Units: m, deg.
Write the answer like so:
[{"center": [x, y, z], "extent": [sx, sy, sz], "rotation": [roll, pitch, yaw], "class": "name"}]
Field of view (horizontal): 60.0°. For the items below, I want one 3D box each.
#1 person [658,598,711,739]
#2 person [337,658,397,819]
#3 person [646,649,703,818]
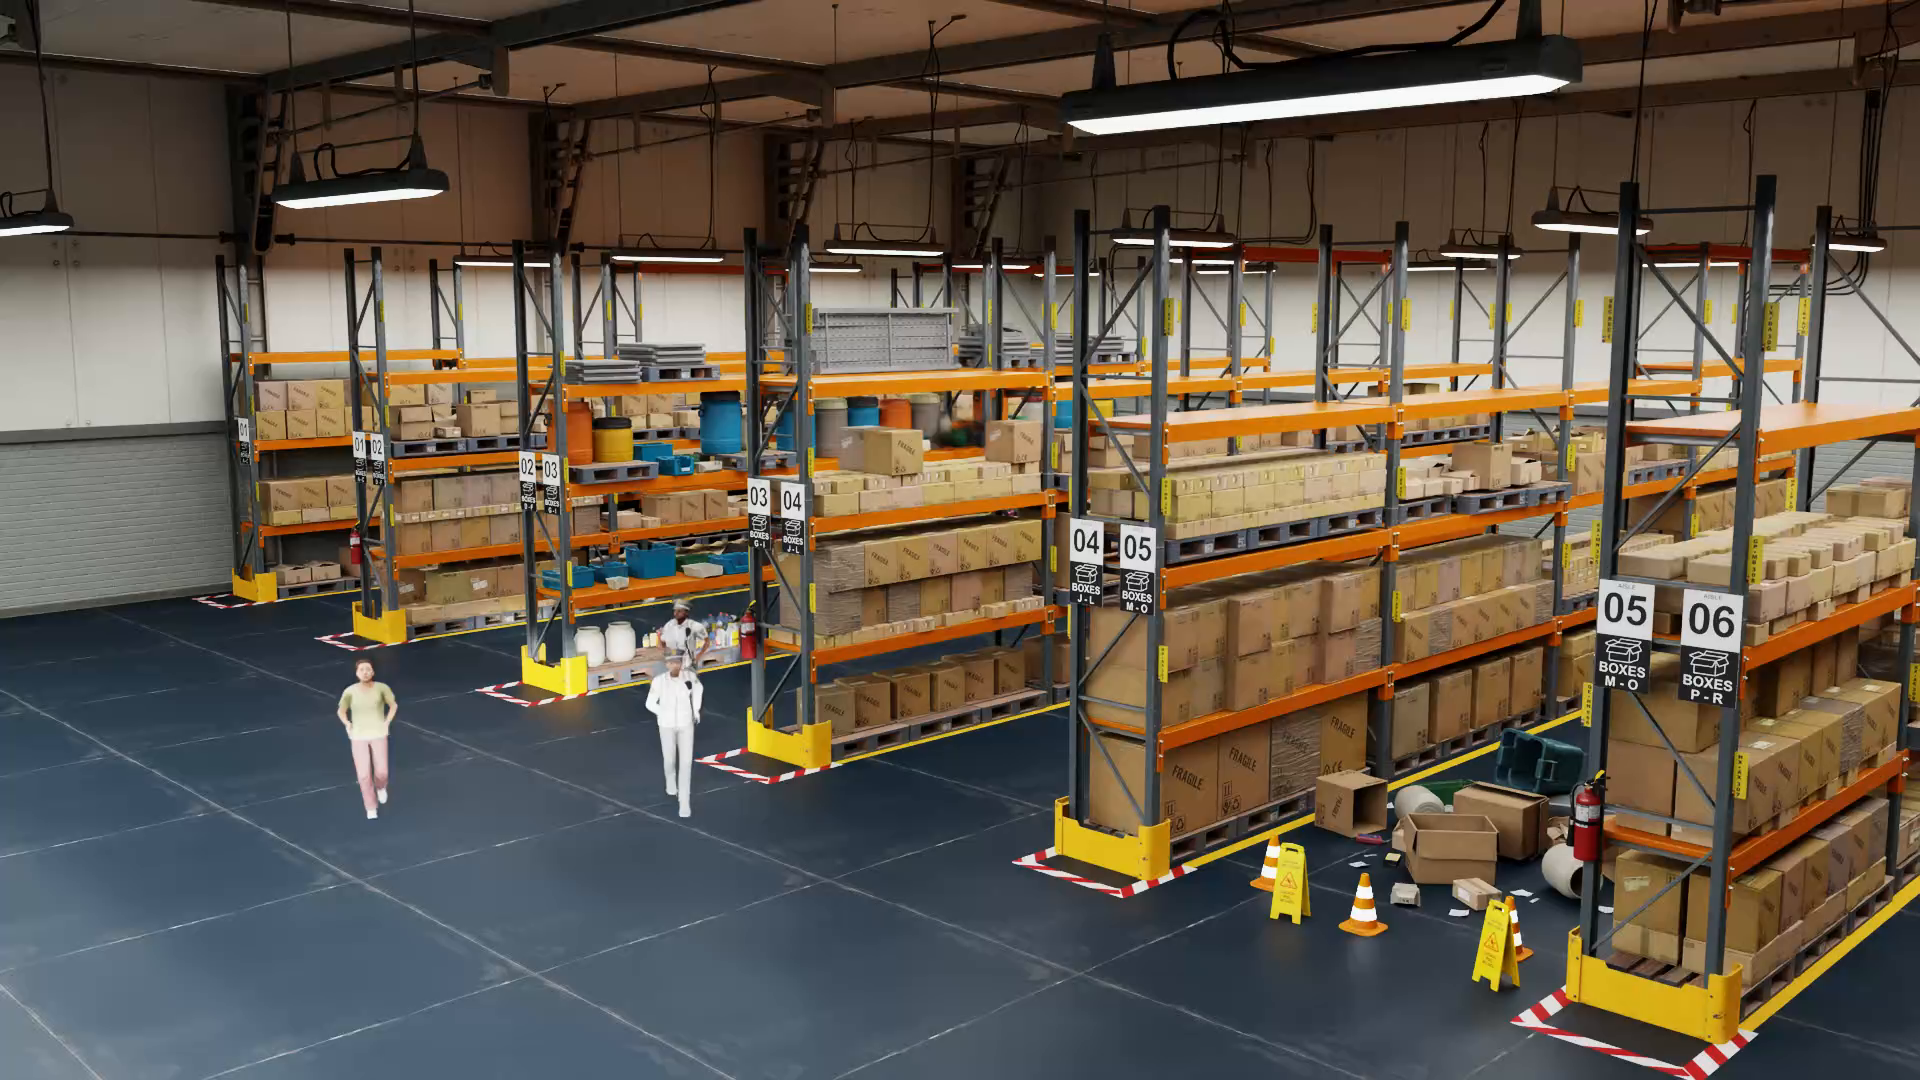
[{"center": [-3.297, 1.534, 19.832], "extent": [0.603, 1.745, 0.799], "rotation": [3, 9, 19], "class": "person"}, {"center": [-5.983, 1.990, 16.821], "extent": [0.577, 1.620, 0.566], "rotation": [-3, 9, -18], "class": "person"}, {"center": [-2.924, 1.908, 17.101], "extent": [0.583, 1.687, 0.935], "rotation": [-1, 8, -10], "class": "person"}]
